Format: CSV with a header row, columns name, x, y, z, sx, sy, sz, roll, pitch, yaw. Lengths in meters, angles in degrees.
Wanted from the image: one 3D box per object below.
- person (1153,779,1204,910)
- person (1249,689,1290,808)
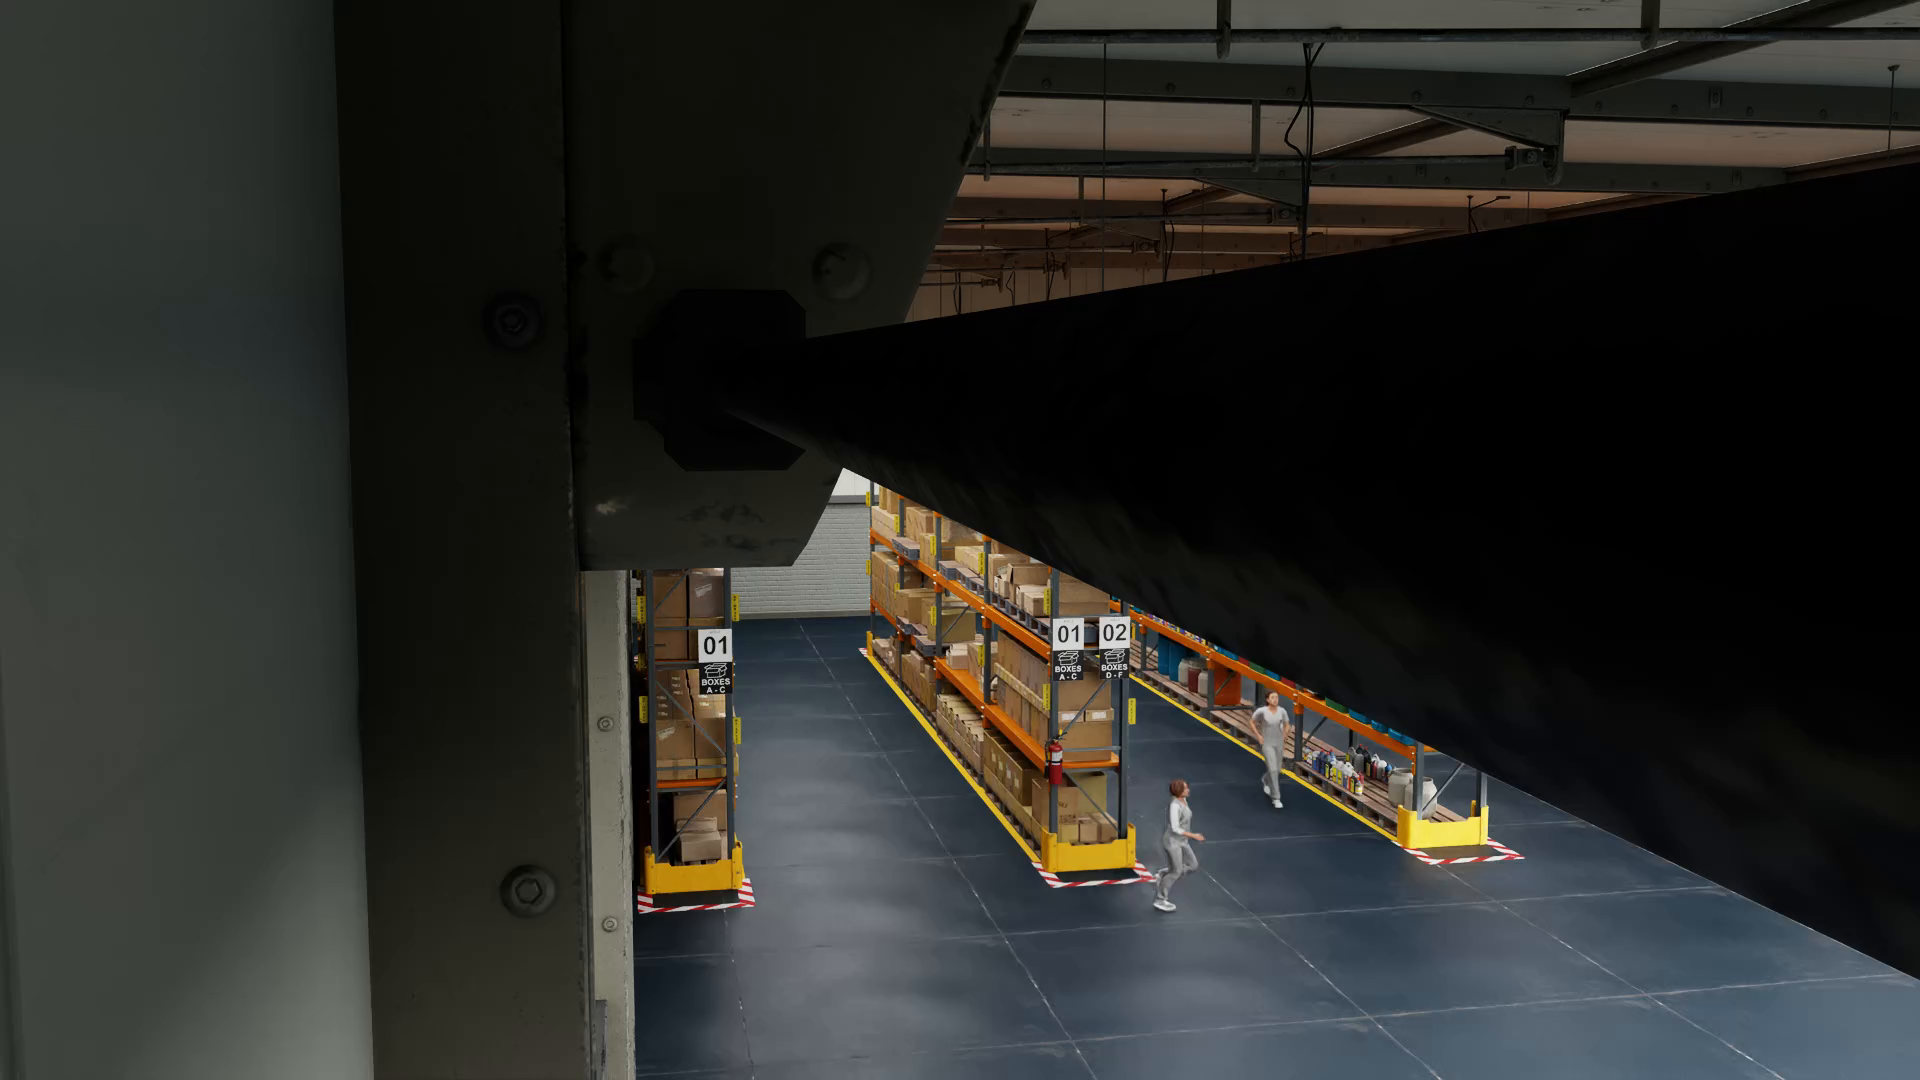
name,x,y,z,sx,sy,sz,roll,pitch,yaw
person,2.568,3.540,19.405,0.606,1.557,0.575,2,6,20
person,4.506,2.979,24.093,0.572,1.662,0.839,-1,6,-12
